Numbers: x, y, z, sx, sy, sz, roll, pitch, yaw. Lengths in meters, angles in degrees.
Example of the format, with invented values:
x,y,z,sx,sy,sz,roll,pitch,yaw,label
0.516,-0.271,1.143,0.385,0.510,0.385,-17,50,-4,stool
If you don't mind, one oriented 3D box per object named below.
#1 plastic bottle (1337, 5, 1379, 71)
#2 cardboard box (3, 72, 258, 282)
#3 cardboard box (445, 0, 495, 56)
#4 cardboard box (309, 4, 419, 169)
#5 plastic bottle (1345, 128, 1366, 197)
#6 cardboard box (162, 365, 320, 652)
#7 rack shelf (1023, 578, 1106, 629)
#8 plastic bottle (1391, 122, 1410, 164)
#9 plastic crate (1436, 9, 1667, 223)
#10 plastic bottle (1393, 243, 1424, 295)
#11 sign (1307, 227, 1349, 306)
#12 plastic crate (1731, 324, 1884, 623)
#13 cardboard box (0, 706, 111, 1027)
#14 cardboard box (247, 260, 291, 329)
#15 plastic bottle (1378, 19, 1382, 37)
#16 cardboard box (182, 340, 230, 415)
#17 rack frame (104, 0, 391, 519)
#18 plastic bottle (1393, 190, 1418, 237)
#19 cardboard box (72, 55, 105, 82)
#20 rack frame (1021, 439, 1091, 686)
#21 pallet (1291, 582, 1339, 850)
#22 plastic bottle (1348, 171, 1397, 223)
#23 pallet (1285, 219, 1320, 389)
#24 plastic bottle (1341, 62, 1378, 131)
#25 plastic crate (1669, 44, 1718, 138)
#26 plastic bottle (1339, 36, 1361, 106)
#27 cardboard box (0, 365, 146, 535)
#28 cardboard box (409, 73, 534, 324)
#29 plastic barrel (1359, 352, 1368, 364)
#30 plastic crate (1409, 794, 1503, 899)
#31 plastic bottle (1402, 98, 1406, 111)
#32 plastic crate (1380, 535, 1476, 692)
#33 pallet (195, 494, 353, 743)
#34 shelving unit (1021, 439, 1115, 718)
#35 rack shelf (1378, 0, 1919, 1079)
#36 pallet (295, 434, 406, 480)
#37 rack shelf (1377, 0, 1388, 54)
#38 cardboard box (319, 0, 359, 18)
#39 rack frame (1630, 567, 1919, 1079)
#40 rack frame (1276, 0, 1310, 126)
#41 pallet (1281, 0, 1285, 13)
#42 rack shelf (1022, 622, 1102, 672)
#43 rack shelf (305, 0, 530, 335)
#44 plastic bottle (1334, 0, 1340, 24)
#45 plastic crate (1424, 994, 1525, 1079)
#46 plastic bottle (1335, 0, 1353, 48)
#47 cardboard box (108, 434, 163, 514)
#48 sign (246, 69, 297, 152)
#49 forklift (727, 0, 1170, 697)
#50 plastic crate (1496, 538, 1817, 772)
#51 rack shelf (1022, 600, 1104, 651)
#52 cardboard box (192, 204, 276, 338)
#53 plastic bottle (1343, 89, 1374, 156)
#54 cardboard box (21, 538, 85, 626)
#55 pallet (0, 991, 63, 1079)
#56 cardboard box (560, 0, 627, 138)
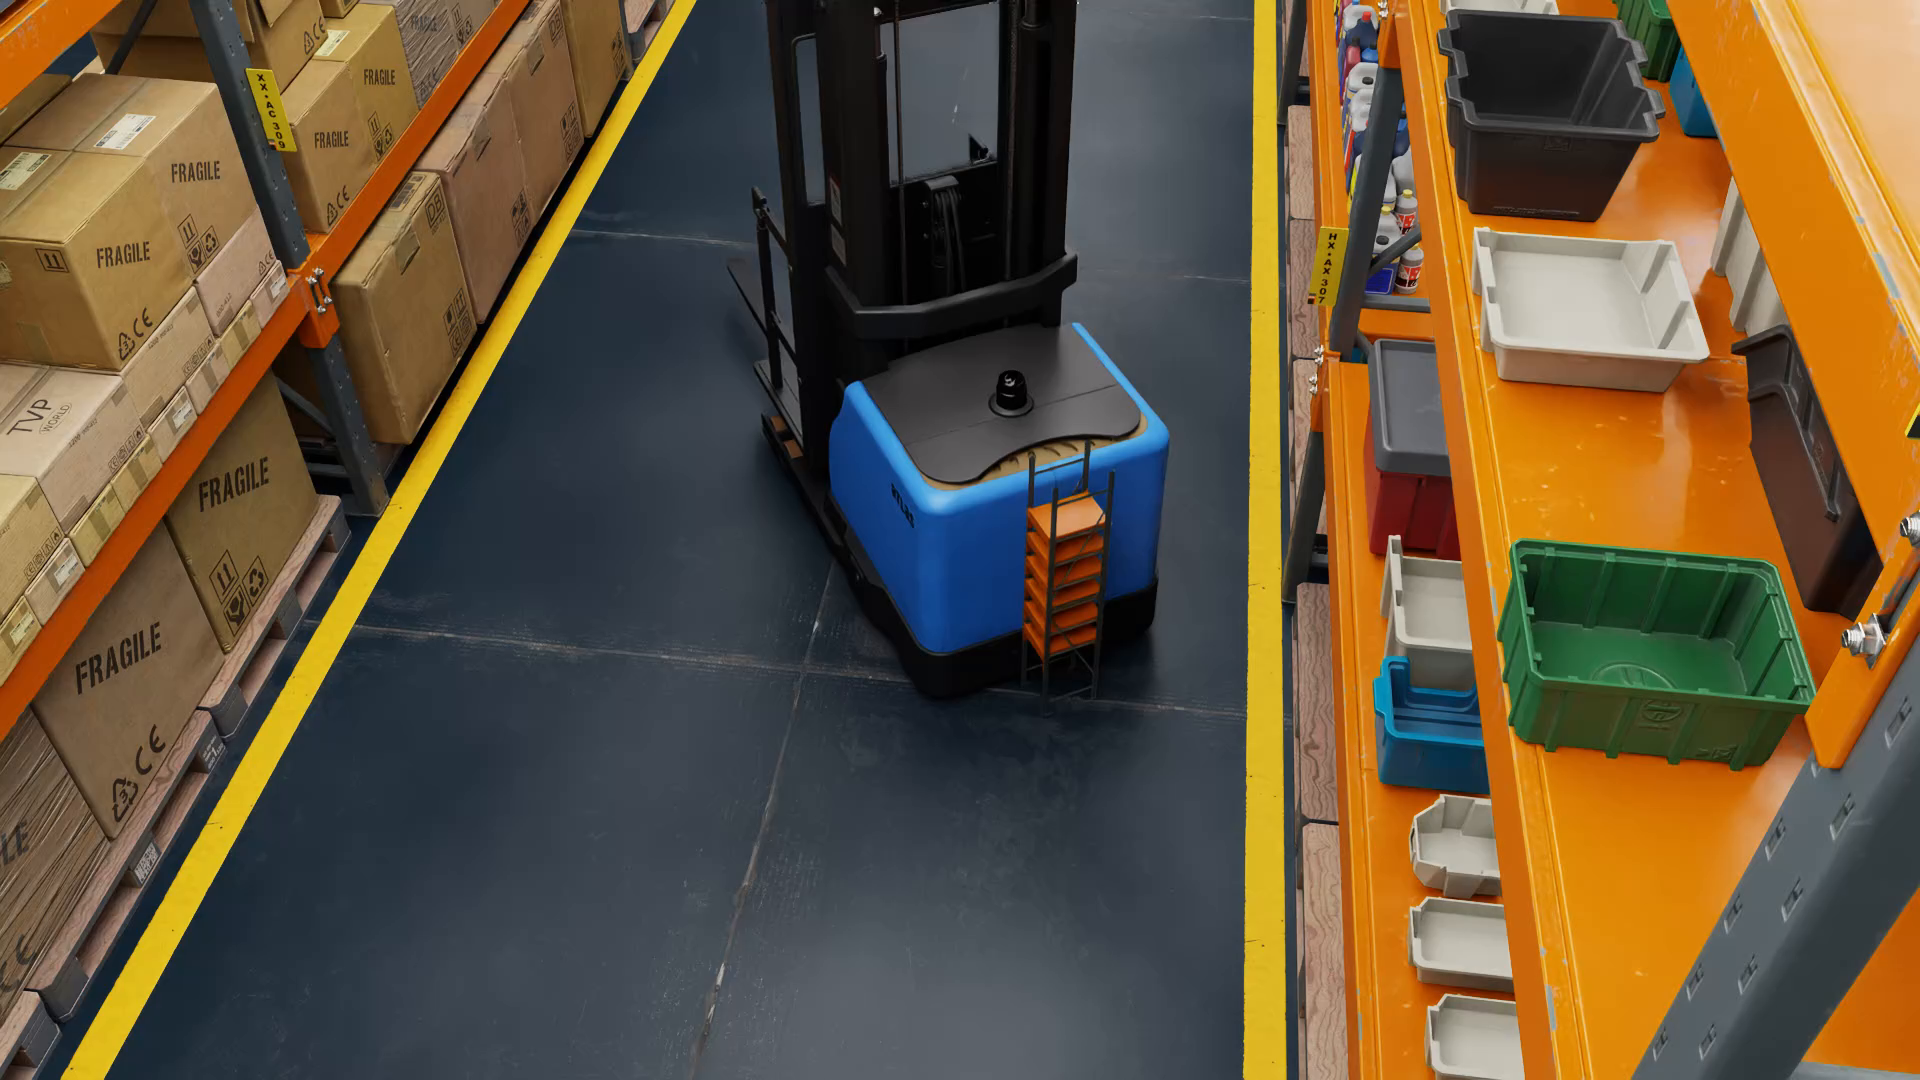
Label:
x,y,z,sx,sy,sz,roll,pitch,yaw,label
1.821,-2.289,7.598,0.152,0.276,0.135,5,44,6,plastic bottle
-2.852,-1.257,5.765,0.500,0.500,0.500,6,44,7,cardboard box
-2.552,-2.632,7.797,0.500,0.500,0.500,6,44,6,cardboard box
-2.682,-1.938,7.065,0.500,0.500,0.500,5,44,6,cardboard box
1.675,-1.583,6.798,0.144,0.351,0.185,5,44,6,plastic bottle
-3.223,-0.207,6.549,0.875,0.875,0.875,5,44,6,cardboard box
0.392,0.203,6.250,0.258,0.103,0.180,-17,46,-17,rack shelf
1.818,-1.569,6.784,0.144,0.351,0.185,5,44,6,plastic bottle
1.417,-1.038,4.101,0.497,0.269,0.590,5,44,6,plastic crate
1.711,-1.046,6.339,0.097,0.201,0.097,0,43,0,plastic bottle
1.308,-0.970,5.914,0.100,0.325,0.005,5,44,6,sign
1.799,-0.175,3.139,0.504,0.338,0.767,5,44,6,plastic crate
-3.459,1.013,5.261,0.875,0.875,0.875,5,44,6,cardboard box
-2.772,-0.940,6.266,0.380,0.149,0.250,5,44,6,cardboard box
1.965,-2.285,7.540,0.144,0.351,0.185,5,44,6,plastic bottle
-2.840,-0.589,5.896,0.380,0.149,0.250,5,44,5,cardboard box
-3.056,-1.269,6.430,1.000,3.000,0.127,5,44,6,rack frame
1.759,-1.295,6.602,0.097,0.201,0.097,0,43,0,plastic bottle
-3.265,-1.648,6.759,0.500,0.500,0.500,5,44,6,cardboard box
0.354,0.113,6.280,0.240,1.200,0.006,-17,46,-17,rack frame
1.795,0.699,6.381,1.003,0.211,1.213,5,44,6,pallet
1.633,-1.320,6.575,0.152,0.276,0.135,5,44,6,plastic bottle
2.156,-1.162,8.346,1.003,0.211,1.213,5,44,6,pallet
1.748,-1.914,7.202,0.152,0.276,0.135,5,44,6,plastic bottle
2.049,-1.197,4.295,0.416,0.233,0.300,5,44,6,plastic crate
1.734,-2.078,7.370,0.061,0.283,0.133,5,44,6,plastic bottle
-2.988,-0.297,5.296,0.500,0.250,0.500,6,44,6,cardboard box
-2.874,-1.697,8.122,1.225,0.875,0.875,4,44,4,cardboard box
1.942,-0.578,6.922,0.600,0.901,0.708,5,44,6,plastic barrel
1.339,0.818,4.375,0.298,0.136,0.250,5,44,6,plastic crate
1.844,-1.755,7.038,0.097,0.271,0.097,0,43,0,plastic bottle
1.469,0.227,4.894,0.437,0.282,0.530,5,44,6,plastic crate
-3.234,0.255,6.849,1.003,0.211,1.213,5,44,6,pallet
0.392,0.171,6.219,0.258,1.200,0.189,-17,46,-17,shelving unit
1.589,-0.283,3.731,1.077,0.370,4.000,5,44,6,rack shelf
-3.029,-0.789,7.952,1.003,0.211,1.213,5,44,6,pallet
2.118,-3.009,6.610,1.077,0.370,4.000,5,44,6,rack shelf
-2.878,-2.572,7.004,0.797,0.503,0.637,6,44,6,cardboard box
1.321,-0.271,1.013,0.949,2.616,0.053,5,44,6,rack frame
2.382,-3.544,8.834,1.000,3.000,0.127,5,44,6,rack frame
2.687,-3.885,11.222,1.003,0.211,1.213,5,44,6,pallet
0.392,0.377,6.415,0.258,0.103,0.180,-17,46,-17,rack shelf
-2.792,-2.370,8.117,1.077,0.370,4.000,5,44,6,rack shelf
1.853,-2.592,7.922,0.097,0.271,0.097,0,43,0,plastic bottle
1.306,1.213,3.957,0.396,0.136,0.243,5,44,6,plastic crate
1.807,-2.453,7.766,0.061,0.283,0.133,5,44,6,plastic bottle
-2.907,-0.238,5.525,0.380,0.149,0.250,6,44,6,cardboard box
-2.506,-1.562,6.053,0.100,0.325,0.005,5,44,6,sign
-0.263,-1.471,6.694,1.130,2.935,3.031,-17,46,-17,forklift
1.172,0.197,2.855,0.450,0.188,0.336,5,44,6,plastic crate
0.392,0.290,6.332,0.258,0.103,0.180,-17,46,-17,rack shelf
-2.854,-0.997,6.037,0.500,0.250,0.500,4,44,5,cardboard box
1.718,-1.756,7.035,0.152,0.276,0.135,5,44,6,plastic bottle
-2.976,0.109,5.158,0.380,0.149,0.250,6,44,6,cardboard box
-3.557,1.918,5.093,1.003,0.211,1.213,5,44,6,pallet
-2.639,-2.907,9.401,1.225,0.875,0.875,3,44,4,cardboard box
